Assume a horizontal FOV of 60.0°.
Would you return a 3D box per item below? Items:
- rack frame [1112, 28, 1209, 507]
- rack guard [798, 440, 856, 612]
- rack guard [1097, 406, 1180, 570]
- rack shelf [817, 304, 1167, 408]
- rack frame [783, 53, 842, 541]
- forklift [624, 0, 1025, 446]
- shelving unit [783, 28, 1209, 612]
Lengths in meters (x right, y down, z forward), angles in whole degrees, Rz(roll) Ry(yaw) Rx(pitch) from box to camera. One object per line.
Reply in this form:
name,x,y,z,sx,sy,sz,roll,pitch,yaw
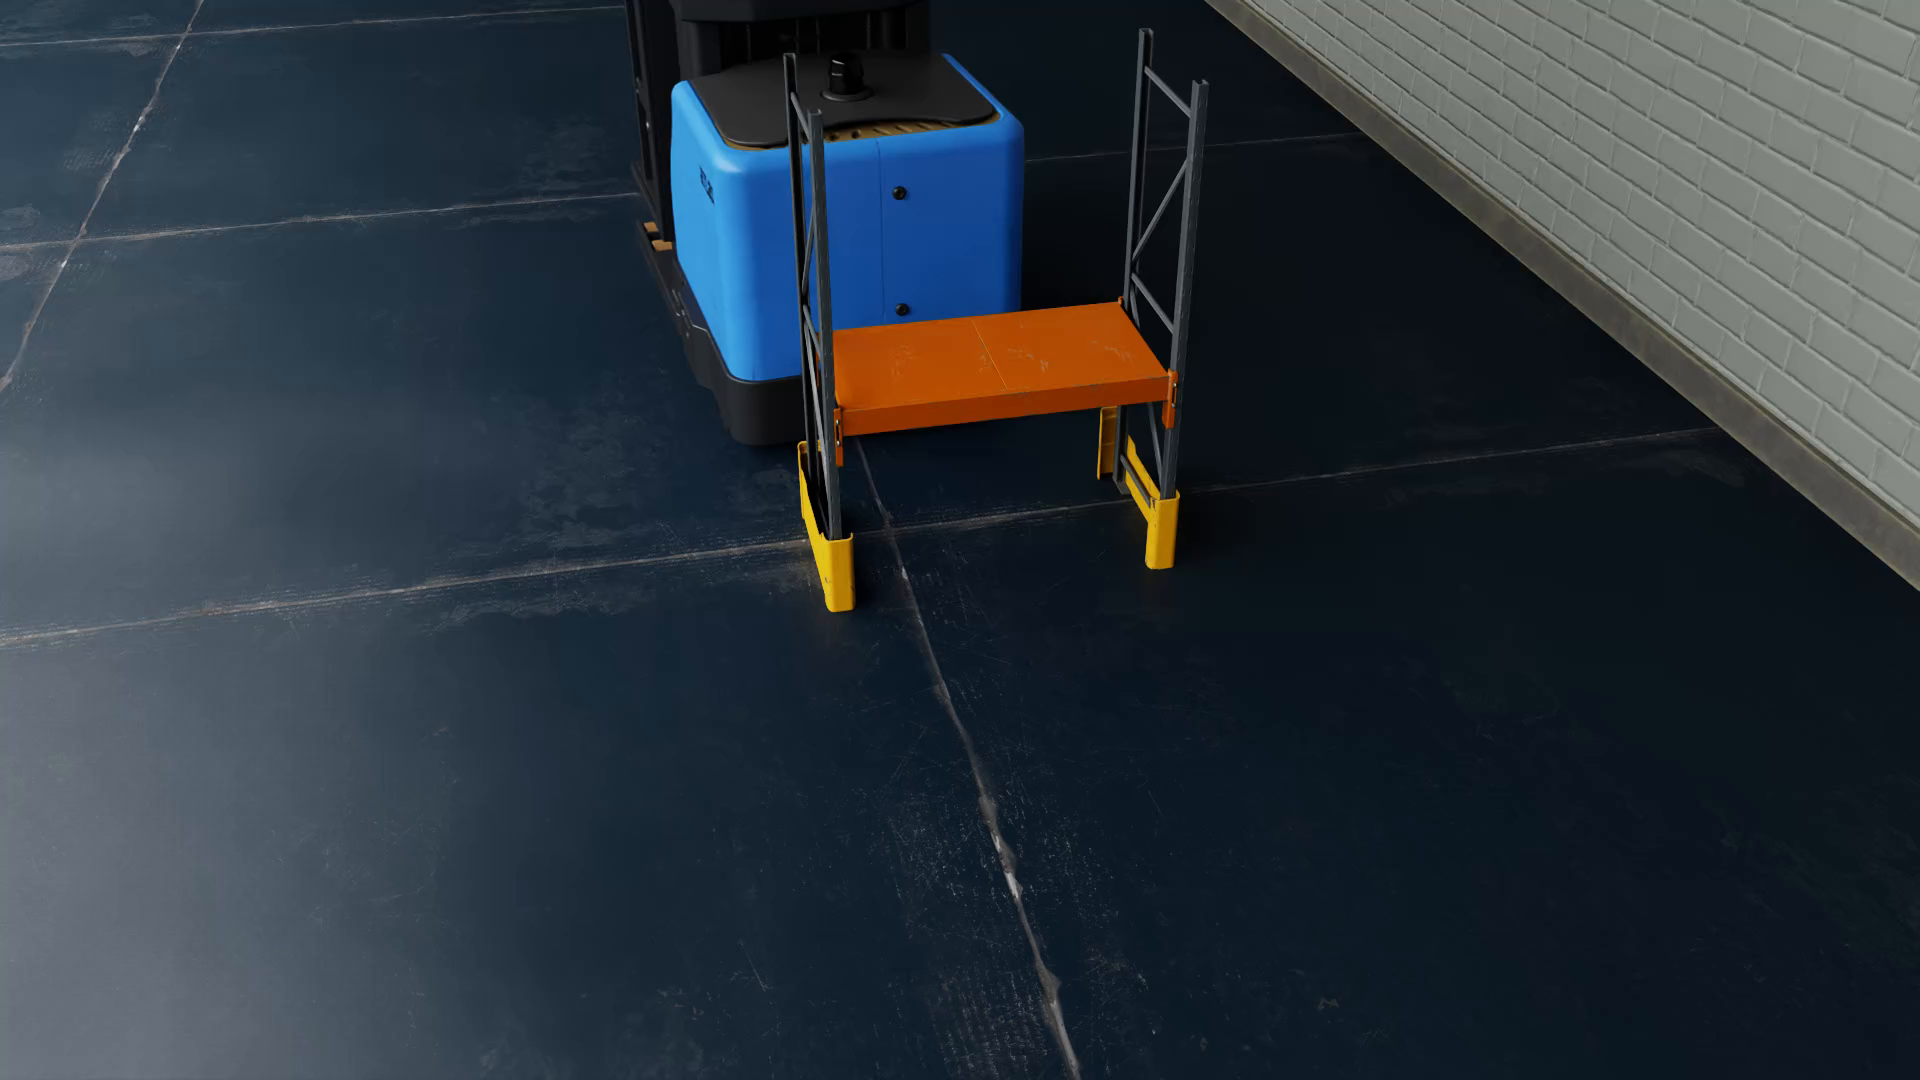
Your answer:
rack frame,0.579,-0.696,4.941,0.032,1.500,0.500,-7,35,-11
rack guard,-0.411,-0.052,5.103,0.087,0.250,0.587,-7,35,-11
rack guard,0.560,-0.174,5.286,0.087,0.250,0.587,-7,35,-11
rack shelf,0.083,-0.539,4.911,0.952,0.026,0.459,-7,35,-11
rack frame,-0.413,-0.571,4.755,0.032,1.500,0.500,-7,35,-11
forklift,-15.885,-2.682,6.616,29.544,2.935,13.703,-10,35,-15
shelving unit,0.074,-0.632,4.846,1.083,1.500,0.587,-7,35,-11
